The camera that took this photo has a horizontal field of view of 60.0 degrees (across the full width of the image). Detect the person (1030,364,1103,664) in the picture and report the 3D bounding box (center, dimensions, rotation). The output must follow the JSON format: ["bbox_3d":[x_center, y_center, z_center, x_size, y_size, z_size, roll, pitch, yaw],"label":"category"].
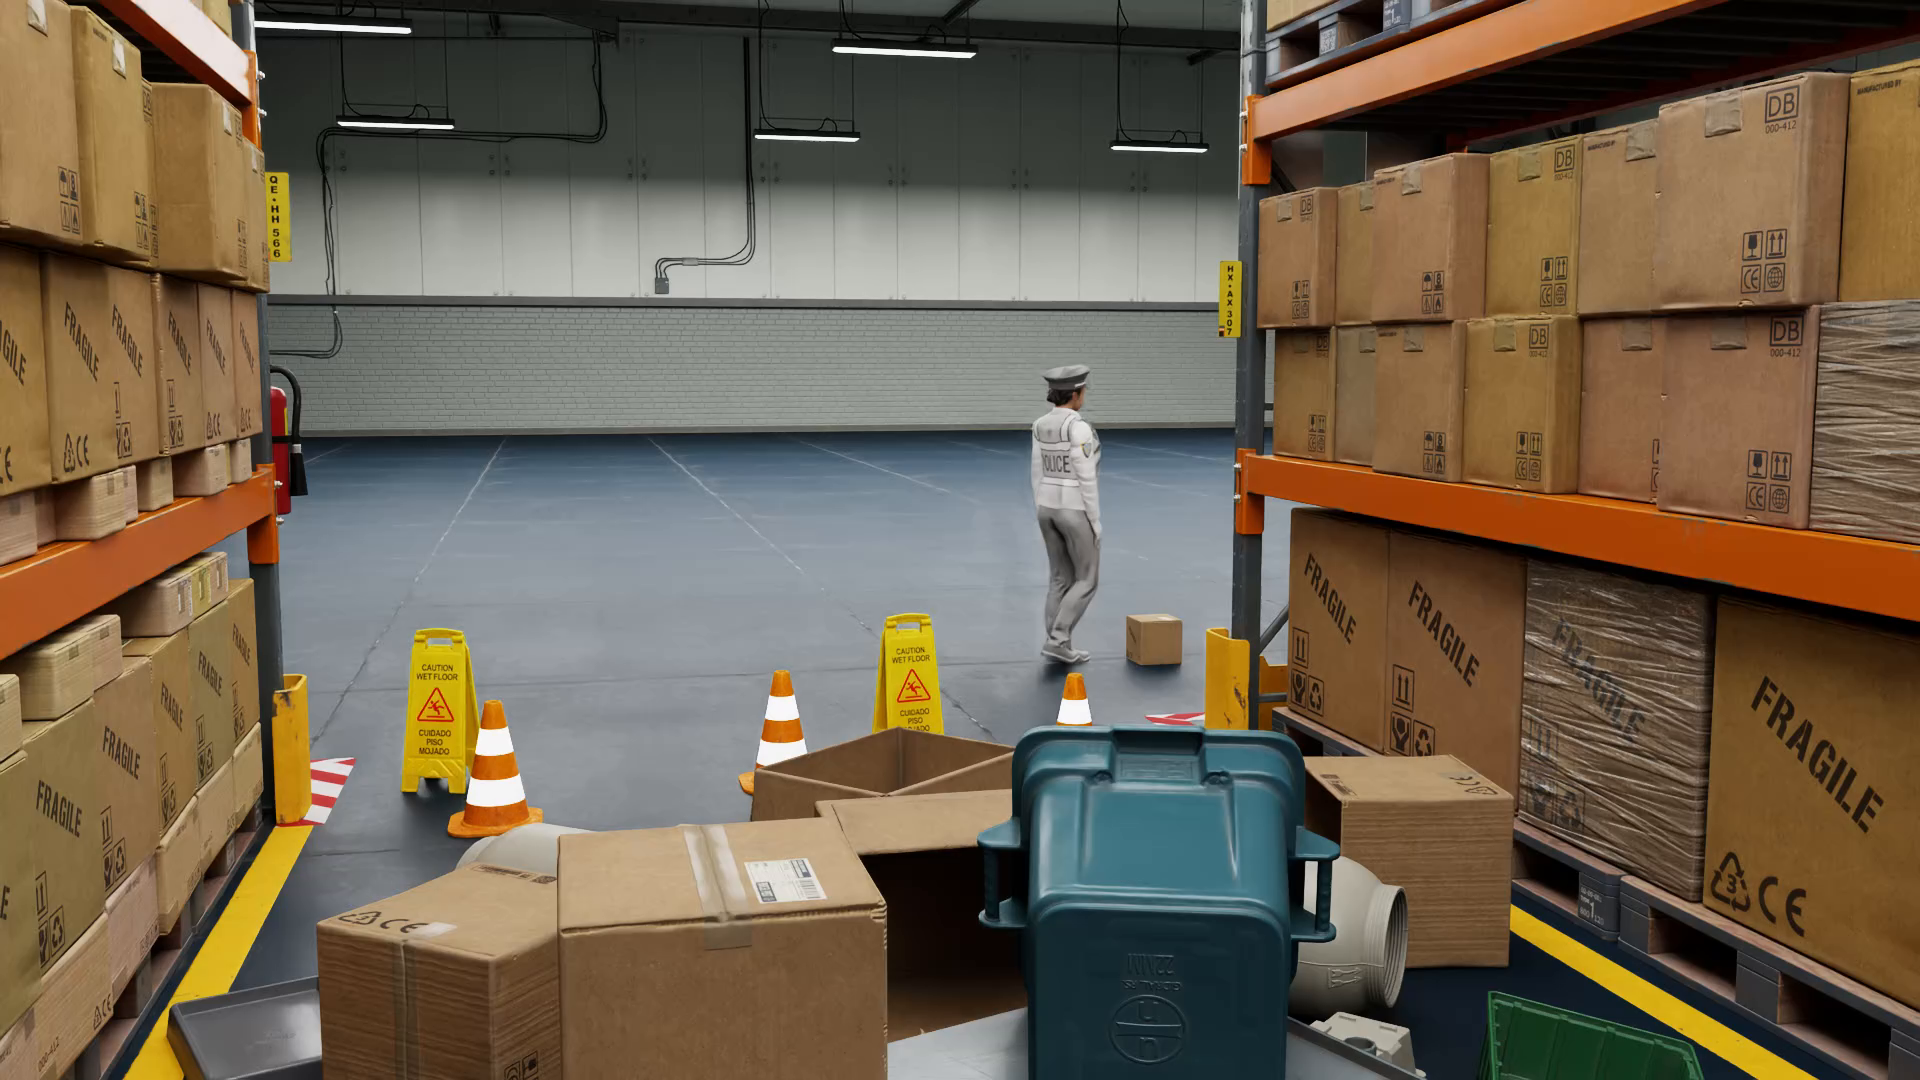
[{"bbox_3d":[0.594,-0.127,9.200,0.480,1.682,0.507,-4,8,-36],"label":"person"}]
